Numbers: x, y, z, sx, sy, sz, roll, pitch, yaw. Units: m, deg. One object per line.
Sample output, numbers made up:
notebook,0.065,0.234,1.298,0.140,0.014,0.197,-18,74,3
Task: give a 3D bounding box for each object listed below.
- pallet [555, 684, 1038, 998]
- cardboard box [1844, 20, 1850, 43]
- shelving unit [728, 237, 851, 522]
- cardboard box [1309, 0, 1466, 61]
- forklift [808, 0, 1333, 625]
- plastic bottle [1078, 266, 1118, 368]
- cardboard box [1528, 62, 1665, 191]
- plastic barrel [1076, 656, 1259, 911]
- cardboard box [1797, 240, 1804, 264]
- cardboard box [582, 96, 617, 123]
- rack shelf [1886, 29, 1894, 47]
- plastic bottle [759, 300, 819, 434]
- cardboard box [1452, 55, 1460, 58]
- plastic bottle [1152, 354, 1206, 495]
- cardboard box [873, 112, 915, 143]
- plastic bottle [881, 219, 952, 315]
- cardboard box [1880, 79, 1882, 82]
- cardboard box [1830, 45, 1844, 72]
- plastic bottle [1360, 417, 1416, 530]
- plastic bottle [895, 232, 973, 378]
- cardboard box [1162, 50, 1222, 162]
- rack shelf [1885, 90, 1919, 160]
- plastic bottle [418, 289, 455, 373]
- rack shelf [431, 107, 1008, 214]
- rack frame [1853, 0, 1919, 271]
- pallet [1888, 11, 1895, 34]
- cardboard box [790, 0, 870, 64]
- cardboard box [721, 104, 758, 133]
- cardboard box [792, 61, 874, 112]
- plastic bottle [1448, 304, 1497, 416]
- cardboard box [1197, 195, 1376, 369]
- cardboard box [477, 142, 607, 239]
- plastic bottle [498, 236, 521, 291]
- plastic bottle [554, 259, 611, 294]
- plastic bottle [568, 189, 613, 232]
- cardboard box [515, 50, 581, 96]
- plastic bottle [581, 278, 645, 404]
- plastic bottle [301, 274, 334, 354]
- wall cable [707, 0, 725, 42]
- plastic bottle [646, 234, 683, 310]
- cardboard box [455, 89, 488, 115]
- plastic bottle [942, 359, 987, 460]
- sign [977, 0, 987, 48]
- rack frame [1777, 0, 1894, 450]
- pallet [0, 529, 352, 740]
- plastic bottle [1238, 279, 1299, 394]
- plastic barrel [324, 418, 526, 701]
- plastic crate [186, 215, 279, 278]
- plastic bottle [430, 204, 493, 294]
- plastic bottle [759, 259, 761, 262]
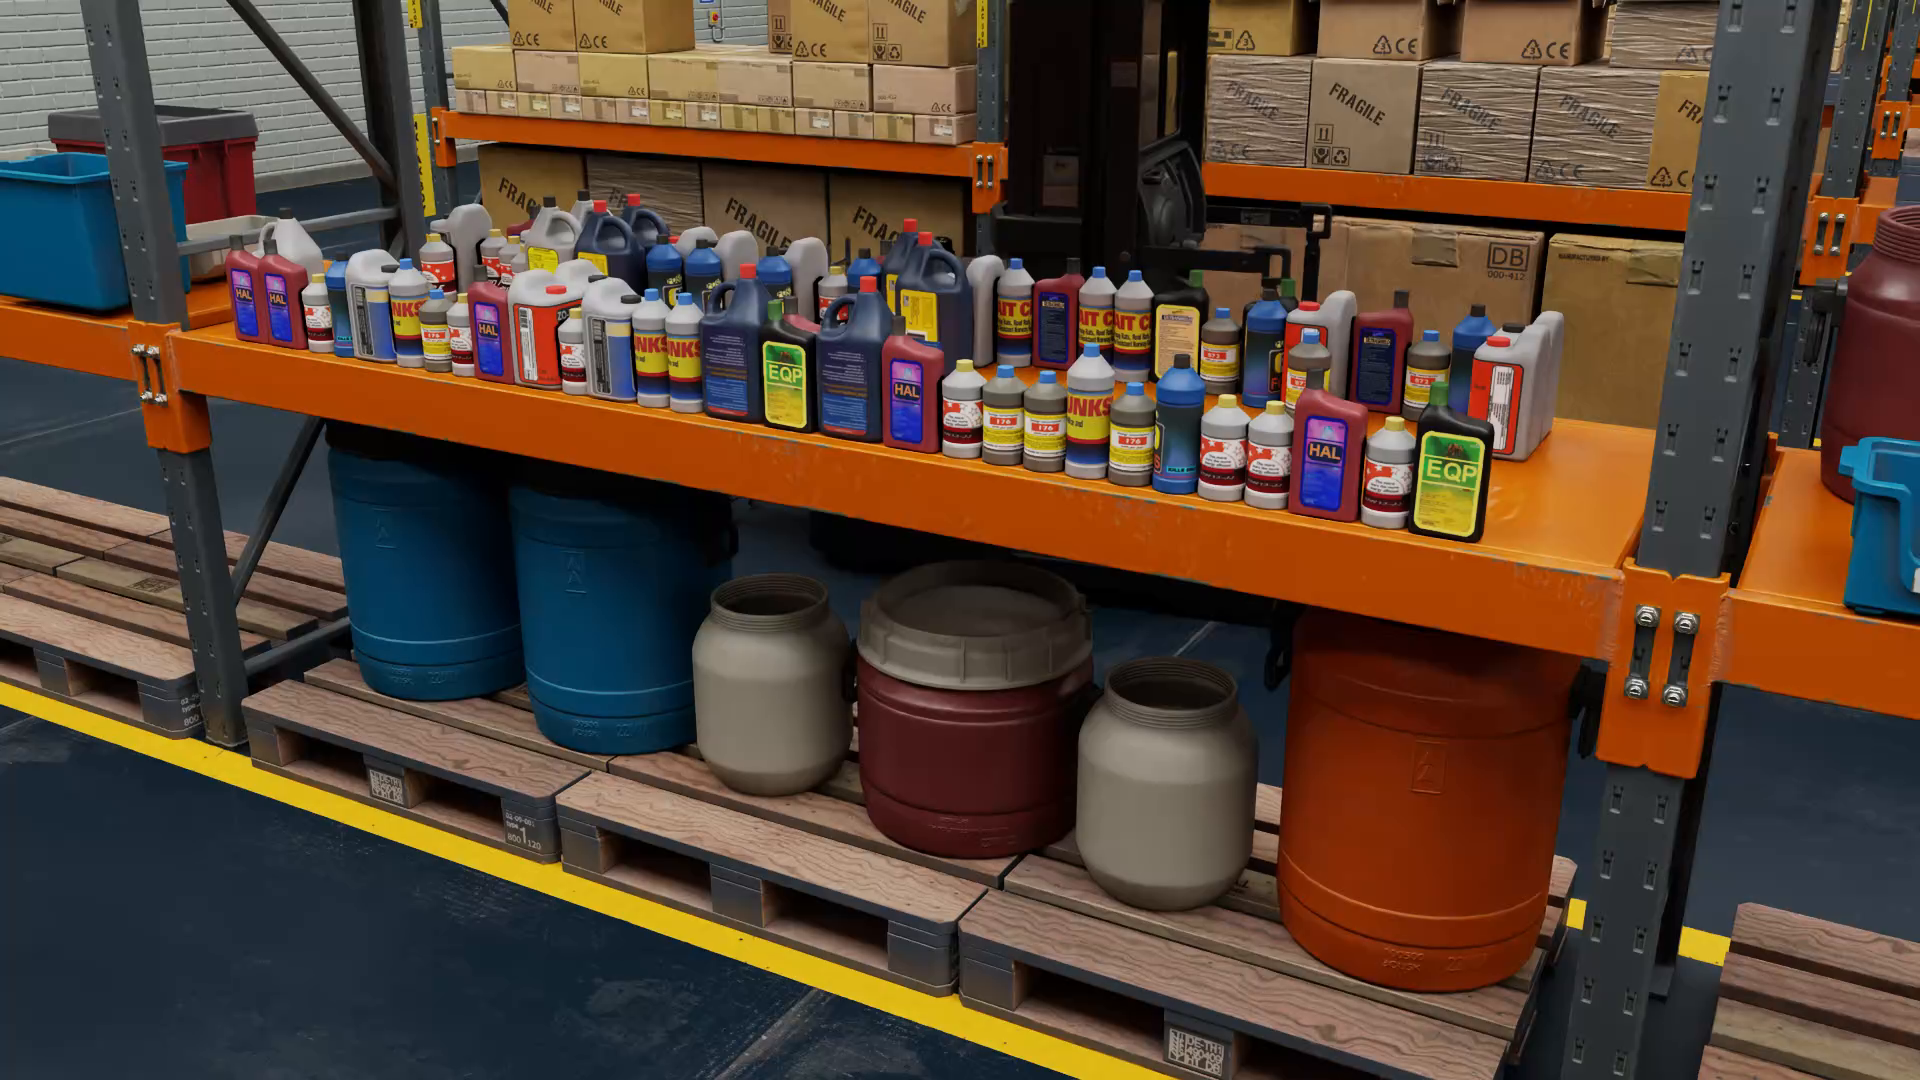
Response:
pallet,-0.310,0.731,4.540,1.213,0.211,1.003,11,23,27
cardboard box,6.058,-3.552,11.573,0.250,0.149,0.380,12,23,30
shelving unit,-0.719,-0.648,6.891,0.503,1.200,0.258,7,21,18
cardboard box,2.088,-2.596,8.006,0.637,0.503,0.797,12,23,29
forklift,0.970,-1.276,6.086,3.031,2.935,1.130,7,21,18
plastic bottle,0.345,-0.547,4.162,0.097,0.271,0.097,0,20,0
cardboard box,2.891,-1.872,7.481,0.500,0.500,0.500,11,22,27
plastic barrel,0.487,0.571,3.926,0.421,0.512,0.421,0,20,0
cardboard box,5.680,-2.246,11.708,0.500,0.500,0.500,11,23,27
cardboard box,-2.062,-2.617,10.050,0.250,0.149,0.380,10,22,26
rack shelf,9.379,-6.155,20.490,4.000,0.370,1.077,11,23,27
plastic bottle,-0.378,-0.386,3.703,0.133,0.283,0.061,11,23,27
cardboard box,2.683,-2.111,8.138,0.500,0.500,0.500,10,22,26
plastic bottle,0.435,-0.233,3.298,0.097,0.271,0.097,0,20,0
cardboard box,-0.269,-2.276,9.108,0.250,0.149,0.380,11,23,28
plastic bottle,-0.109,-0.661,4.362,0.185,0.351,0.144,11,23,27
cardboard box,10.894,-5.337,20.229,0.500,0.500,0.500,12,23,29
cardboard box,5.727,-3.217,11.087,0.250,0.149,0.380,11,23,28
plastic bottle,0.806,-0.129,3.115,0.097,0.201,0.097,0,20,0
plastic bottle,-0.066,-0.594,4.175,0.185,0.351,0.144,11,23,27
cardboard box,1.102,-2.210,8.413,0.500,0.500,0.500,11,23,27
rack shelf,8.128,-2.521,10.472,4.000,0.370,1.077,11,23,27
plastic bottle,-1.322,-0.535,4.232,0.097,0.201,0.097,0,20,0
rack shelf,-1.363,-2.392,10.116,4.000,0.370,1.077,11,23,27
rack frame,6.382,-3.192,11.267,0.127,3.000,1.000,11,23,27
pallet,10.499,-6.163,19.737,1.003,0.211,1.213,11,23,27
cardboard box,-0.584,-2.901,9.148,0.500,0.500,0.500,11,23,28
cardboard box,-1.165,-2.446,9.579,0.250,0.149,0.380,10,22,26
cardboard box,-0.584,-2.548,9.273,0.500,0.250,0.500,12,23,29
plastic bottle,1.151,-0.393,3.739,0.097,0.271,0.097,0,20,0
cardboard box,1.732,-1.347,8.681,0.875,0.875,1.225,10,22,25
cardboard box,-2.512,-2.179,10.973,0.875,0.875,0.875,11,23,27
plastic bottle,-1.330,-0.809,4.988,0.097,0.201,0.097,0,20,0
plastic bottle,-0.932,-0.566,4.208,0.135,0.276,0.152,11,23,27
plastic bottle,-1.071,-0.845,4.867,0.185,0.351,0.144,11,23,27
cardboard box,-2.365,-2.888,10.210,0.500,0.250,0.500,10,22,27
plastic bottle,-0.804,-0.482,3.977,0.135,0.276,0.152,11,23,27
plastic bottle,-1.695,-0.606,4.428,0.097,0.201,0.097,0,20,0
wall cable,-3.210,-7.436,21.430,0.123,1.953,0.585,11,23,27
plastic bottle,-0.816,-0.709,4.608,0.097,0.271,0.097,0,20,0
cardboard box,-2.960,-2.788,10.519,0.250,0.149,0.380,11,23,28
plastic bottle,0.010,-0.281,3.533,0.097,0.201,0.097,0,20,0
sign,0.113,-2.676,8.459,0.005,0.325,0.100,11,23,27
rack frame,3.875,-1.732,7.242,0.127,3.000,1.000,11,23,27
pallet,-2.694,0.277,5.792,1.213,0.211,1.003,11,23,27
plastic bottle,0.741,-0.484,3.972,0.133,0.283,0.061,11,23,27
plastic barrel,-1.566,-0.039,5.034,0.708,0.901,0.600,11,23,27
plastic crate,-2.369,-0.947,5.377,0.243,0.136,0.396,11,23,27
plastic bottle,-1.531,-0.896,5.117,0.135,0.276,0.152,11,23,27
plastic bottle,-0.540,-0.682,4.639,0.097,0.201,0.097,0,20,0
